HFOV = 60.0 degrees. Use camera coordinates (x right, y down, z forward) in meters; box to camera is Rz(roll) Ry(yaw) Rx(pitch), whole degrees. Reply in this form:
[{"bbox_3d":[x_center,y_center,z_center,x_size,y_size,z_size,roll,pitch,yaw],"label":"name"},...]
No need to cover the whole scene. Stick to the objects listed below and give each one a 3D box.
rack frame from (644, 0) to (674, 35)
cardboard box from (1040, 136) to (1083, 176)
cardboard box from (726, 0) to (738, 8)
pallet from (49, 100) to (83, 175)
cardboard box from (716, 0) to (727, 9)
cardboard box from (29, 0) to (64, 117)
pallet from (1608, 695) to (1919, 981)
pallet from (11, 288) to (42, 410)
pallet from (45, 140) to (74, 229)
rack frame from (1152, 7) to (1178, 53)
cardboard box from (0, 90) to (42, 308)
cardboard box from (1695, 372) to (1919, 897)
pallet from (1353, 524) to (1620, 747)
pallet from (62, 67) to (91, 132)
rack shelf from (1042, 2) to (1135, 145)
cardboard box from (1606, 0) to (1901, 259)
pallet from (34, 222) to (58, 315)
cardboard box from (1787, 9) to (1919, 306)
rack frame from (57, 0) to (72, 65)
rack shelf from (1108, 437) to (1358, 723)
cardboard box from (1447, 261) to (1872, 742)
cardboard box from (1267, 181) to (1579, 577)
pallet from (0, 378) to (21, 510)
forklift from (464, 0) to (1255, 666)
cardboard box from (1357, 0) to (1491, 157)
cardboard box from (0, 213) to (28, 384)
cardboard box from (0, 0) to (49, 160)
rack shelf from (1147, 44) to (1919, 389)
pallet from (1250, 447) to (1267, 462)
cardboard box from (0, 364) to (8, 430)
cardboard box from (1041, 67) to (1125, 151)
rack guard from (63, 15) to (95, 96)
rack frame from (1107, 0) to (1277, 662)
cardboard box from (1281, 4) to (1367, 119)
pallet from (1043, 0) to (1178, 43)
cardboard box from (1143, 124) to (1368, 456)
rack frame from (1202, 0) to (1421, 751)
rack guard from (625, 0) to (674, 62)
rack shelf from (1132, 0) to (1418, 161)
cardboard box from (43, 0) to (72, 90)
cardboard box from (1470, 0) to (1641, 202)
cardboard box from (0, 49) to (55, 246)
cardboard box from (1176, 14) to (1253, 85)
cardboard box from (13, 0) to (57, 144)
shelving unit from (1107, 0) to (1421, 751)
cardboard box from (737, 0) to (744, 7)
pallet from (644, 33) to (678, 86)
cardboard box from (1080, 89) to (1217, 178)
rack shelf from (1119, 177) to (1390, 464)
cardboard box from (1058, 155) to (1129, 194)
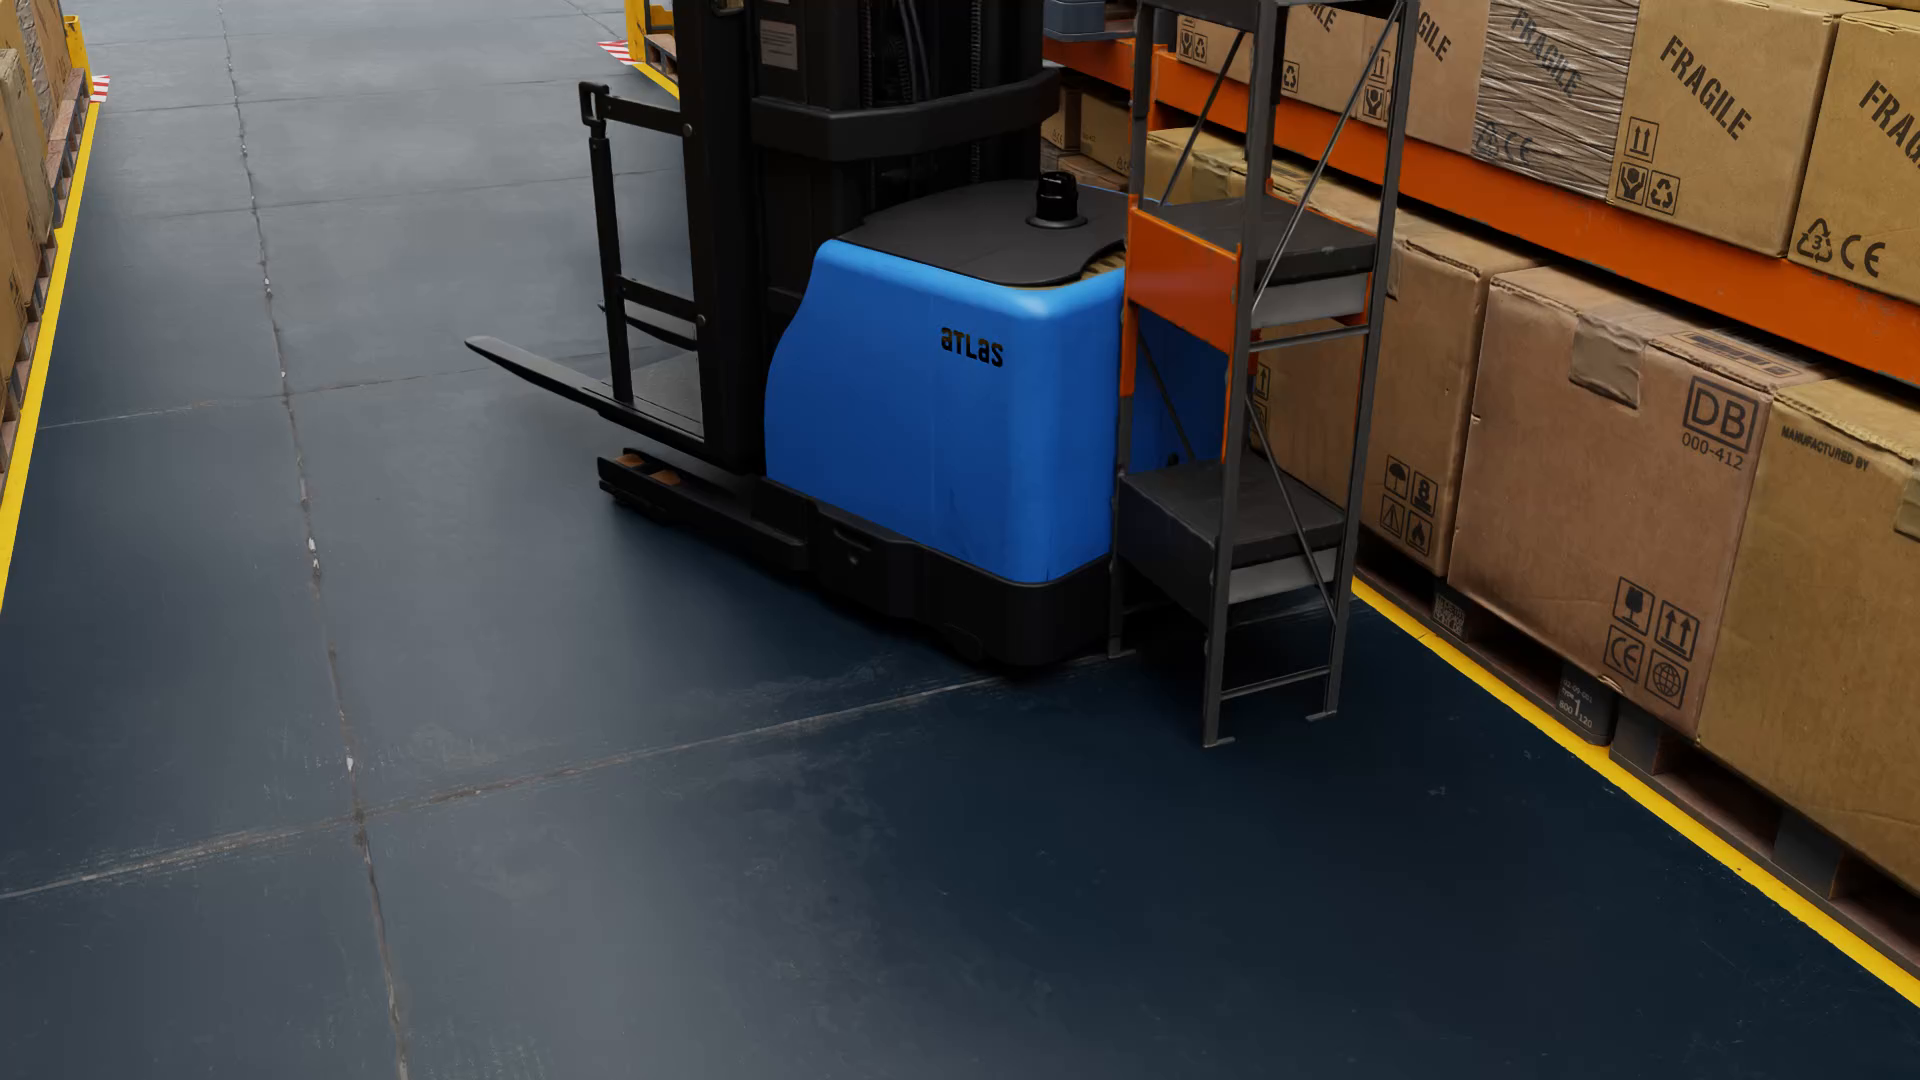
[{"bbox_3d":[-2.027,-5.204,12.490,1.000,3.000,0.127,-11,28,-21],"label":"rack frame"},{"bbox_3d":[0.596,-1.538,7.328,0.700,0.500,0.500,-13,29,-25],"label":"cardboard box"},{"bbox_3d":[-1.304,-3.523,11.417,0.500,0.500,0.500,-8,27,-16],"label":"cardboard box"},{"bbox_3d":[-5.771,-2.338,9.799,1.003,0.211,1.213,-11,28,-21],"label":"pallet"},{"bbox_3d":[-1.532,-3.779,11.942,0.500,0.500,0.500,-3,26,-7],"label":"cardboard box"},{"bbox_3d":[-5.957,-3.009,9.938,0.875,0.875,0.875,-11,28,-21],"label":"cardboard box"},{"bbox_3d":[2.301,0.595,3.791,1.003,0.211,1.213,-11,28,-21],"label":"pallet"},{"bbox_3d":[-4.211,-0.733,6.510,1.003,0.211,1.213,-11,28,-21],"label":"pallet"},{"bbox_3d":[-5.290,-1.845,8.788,1.003,0.211,1.213,-11,28,-21],"label":"pallet"},{"bbox_3d":[1.106,-1.974,5.875,1.000,3.000,0.127,-11,28,-21],"label":"rack frame"},{"bbox_3d":[-4.364,-1.330,6.641,1.050,0.750,0.750,-11,28,-21],"label":"cardboard box"},{"bbox_3d":[2.403,0.152,3.464,1.225,0.875,0.875,-10,28,-20],"label":"cardboard box"},{"bbox_3d":[1.819,0.102,4.801,1.003,0.211,1.213,-11,28,-21],"label":"pallet"},{"bbox_3d":[-6.245,-2.830,10.806,1.003,0.211,1.213,-11,28,-21],"label":"pallet"},{"bbox_3d":[0.323,-2.458,7.686,1.077,0.370,4.000,-11,28,-21],"label":"rack shelf"},{"bbox_3d":[1.840,-0.957,3.677,0.500,0.500,0.500,-11,28,-21],"label":"cardboard box"},{"bbox_3d":[-4.692,-1.226,7.521,1.003,0.211,1.213,-11,28,-21],"label":"pallet"},{"bbox_3d":[2.051,-0.747,3.248,0.500,0.500,0.500,-10,28,-19],"label":"cardboard box"},{"bbox_3d":[-6.630,-4.393,10.828,1.000,3.000,0.127,-11,28,-21],"label":"rack frame"},{"bbox_3d":[0.691,0.090,4.299,0.431,0.518,0.480,-11,28,-22],"label":"rack shelf"},{"bbox_3d":[2.053,-0.209,4.202,1.225,0.875,0.875,-12,28,-22],"label":"cardboard box"},{"bbox_3d":[1.699,-0.565,4.931,1.225,0.875,0.875,-10,28,-20],"label":"cardboard box"},{"bbox_3d":[-3.737,-0.241,5.503,1.003,0.211,1.213,-11,28,-21],"label":"pallet"},{"bbox_3d":[-0.550,-1.522,5.027,3.031,2.935,1.130,23,34,38],"label":"forklift"},{"bbox_3d":[1.454,-1.362,4.507,0.500,0.500,0.500,-11,28,-22],"label":"cardboard box"},{"bbox_3d":[-3.999,-0.954,5.871,1.050,0.750,0.750,-10,28,-20],"label":"cardboard box"},{"bbox_3d":[-5.246,-2.278,8.439,0.875,0.875,0.875,-10,28,-20],"label":"cardboard box"},{"bbox_3d":[1.889,-0.844,4.379,1.077,0.370,4.000,-11,28,-21],"label":"rack shelf"},{"bbox_3d":[1.345,-0.390,5.808,1.003,0.211,1.213,-11,28,-21],"label":"pallet"},{"bbox_3d":[-3.653,-0.602,5.150,1.050,0.750,0.750,-11,28,-21],"label":"cardboard box"},{"bbox_3d":[0.599,-1.863,7.141,0.500,0.250,0.500,-7,27,-15],"label":"cardboard box"},{"bbox_3d":[-6.640,-3.279,11.396,1.175,0.500,0.348,-11,28,-21],"label":"rack guard"},{"bbox_3d":[0.590,-0.649,4.185,0.400,2.100,0.015,-11,28,-22],"label":"rack frame"},{"bbox_3d":[1.250,-1.569,4.930,0.500,0.500,0.500,-11,28,-22],"label":"cardboard box"},{"bbox_3d":[0.729,-2.158,6.469,1.213,0.211,1.003,-11,28,-21],"label":"pallet"},{"bbox_3d":[1.357,-0.926,5.671,1.225,0.875,0.875,-12,28,-23],"label":"cardboard box"},{"bbox_3d":[0.794,-0.455,3.787,0.400,2.100,0.015,-11,28,-22],"label":"rack frame"},{"bbox_3d":[-1.997,-4.050,12.975,1.175,0.500,0.348,-11,28,-21],"label":"rack guard"},{"bbox_3d":[0.693,-1.169,3.686,0.431,0.518,0.480,-11,28,-22],"label":"rack shelf"},{"bbox_3d":[-6.304,-3.364,10.664,0.875,0.875,0.875,-10,28,-20],"label":"cardboard box"},{"bbox_3d":[1.648,-1.160,4.093,0.500,0.500,0.500,-10,28,-20],"label":"cardboard box"},{"bbox_3d":[-4.738,-1.720,7.440,1.050,0.750,0.750,-11,28,-21],"label":"cardboard box"},{"bbox_3d":[1.046,-1.776,5.355,0.500,0.500,0.500,-10,28,-19],"label":"cardboard box"},{"bbox_3d":[-5.602,-2.641,9.183,0.875,0.875,0.875,-10,28,-20],"label":"cardboard box"},{"bbox_3d":[0.692,-0.552,3.986,0.431,2.100,0.503,-11,28,-22],"label":"shelving unit"},{"bbox_3d":[-1.127,-3.290,10.940,0.500,0.500,0.500,-13,29,-25],"label":"cardboard box"},{"bbox_3d":[-1.712,-3.586,12.354,1.003,0.211,1.213,-11,28,-21],"label":"pallet"},{"bbox_3d":[0.816,-1.651,6.706,0.500,0.250,0.500,-9,28,-19],"label":"cardboard box"},{"bbox_3d":[0.692,-0.540,3.992,0.431,0.518,0.480,-11,28,-22],"label":"rack shelf"},{"bbox_3d":[0.825,-1.316,6.874,0.700,0.500,0.500,-12,29,-23],"label":"cardboard box"}]
